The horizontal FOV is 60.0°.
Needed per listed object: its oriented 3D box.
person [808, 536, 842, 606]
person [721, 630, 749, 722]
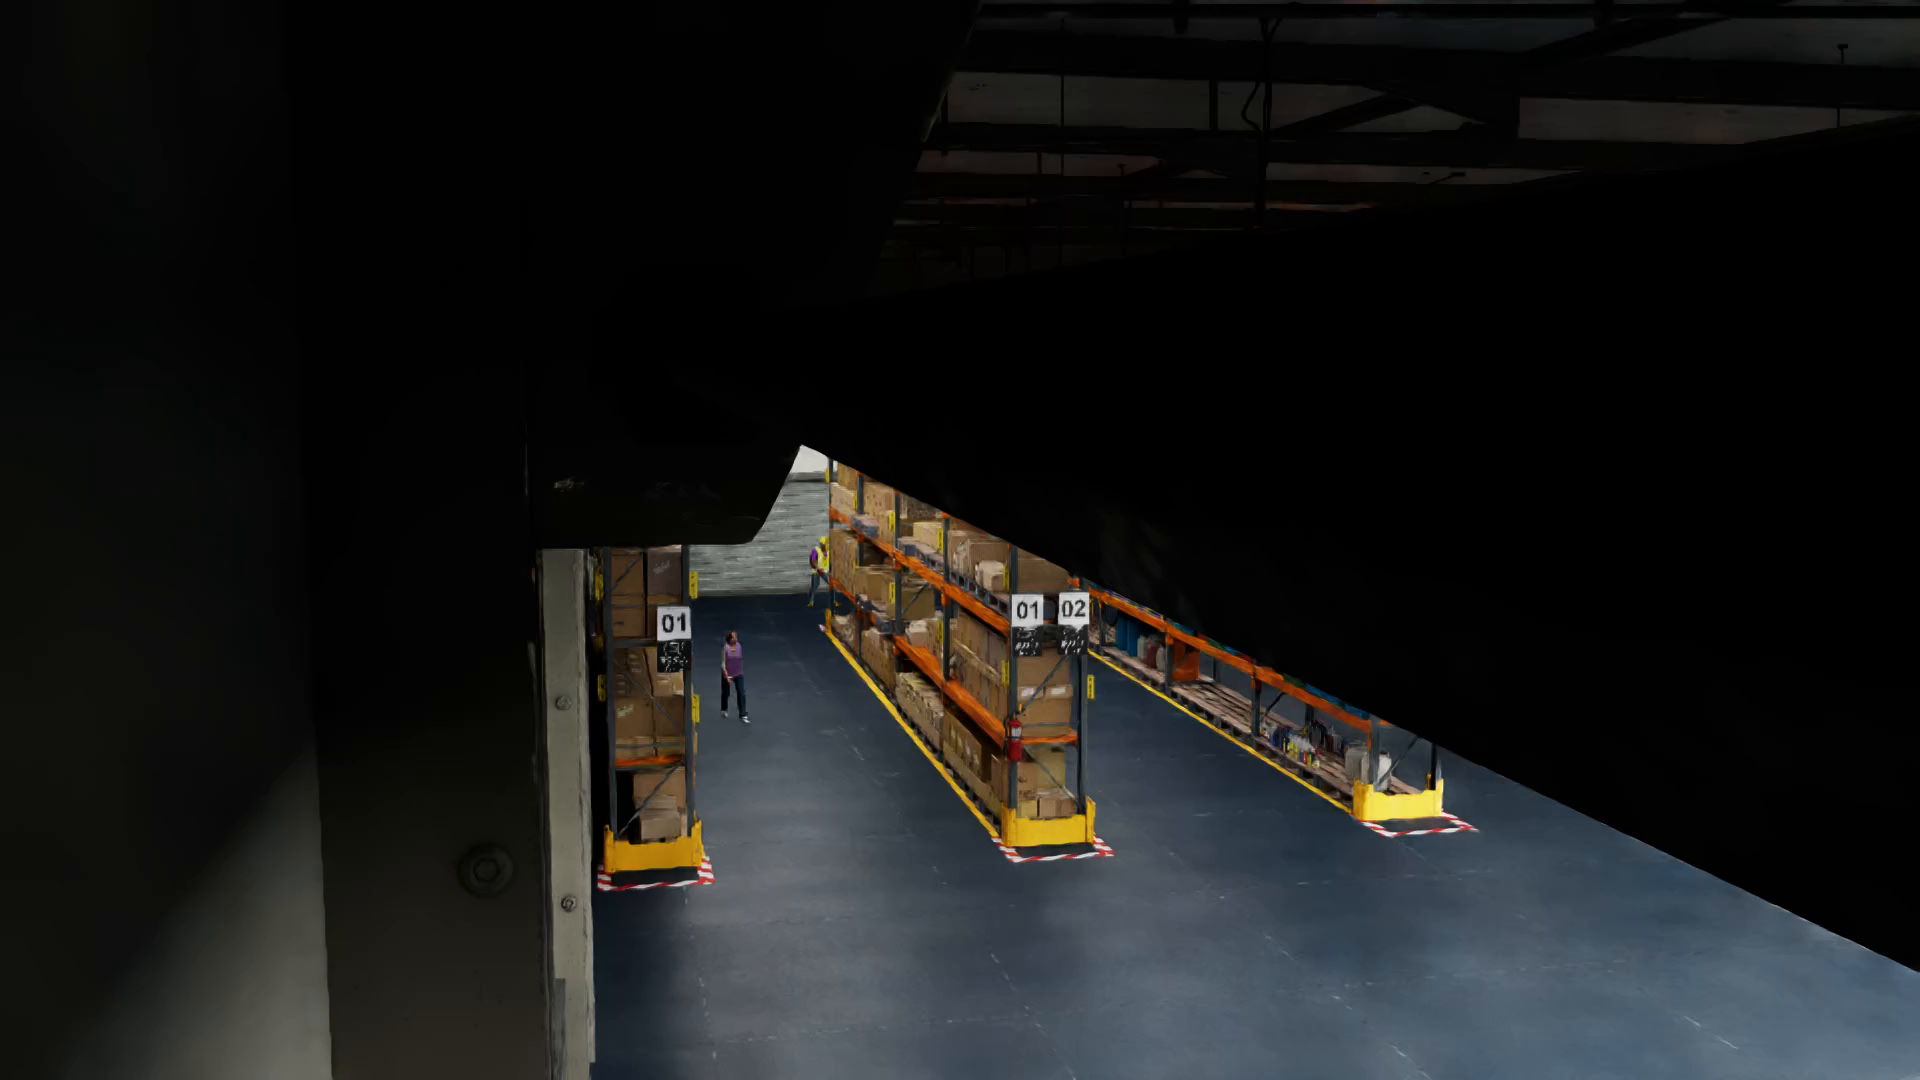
[{"bbox_3d":[-3.312,0.751,39.836,0.709,1.701,0.797,-4,8,-32],"label":"person"},{"bbox_3d":[-3.819,2.260,27.849,0.411,1.525,0.957,-3,7,-21],"label":"person"}]
